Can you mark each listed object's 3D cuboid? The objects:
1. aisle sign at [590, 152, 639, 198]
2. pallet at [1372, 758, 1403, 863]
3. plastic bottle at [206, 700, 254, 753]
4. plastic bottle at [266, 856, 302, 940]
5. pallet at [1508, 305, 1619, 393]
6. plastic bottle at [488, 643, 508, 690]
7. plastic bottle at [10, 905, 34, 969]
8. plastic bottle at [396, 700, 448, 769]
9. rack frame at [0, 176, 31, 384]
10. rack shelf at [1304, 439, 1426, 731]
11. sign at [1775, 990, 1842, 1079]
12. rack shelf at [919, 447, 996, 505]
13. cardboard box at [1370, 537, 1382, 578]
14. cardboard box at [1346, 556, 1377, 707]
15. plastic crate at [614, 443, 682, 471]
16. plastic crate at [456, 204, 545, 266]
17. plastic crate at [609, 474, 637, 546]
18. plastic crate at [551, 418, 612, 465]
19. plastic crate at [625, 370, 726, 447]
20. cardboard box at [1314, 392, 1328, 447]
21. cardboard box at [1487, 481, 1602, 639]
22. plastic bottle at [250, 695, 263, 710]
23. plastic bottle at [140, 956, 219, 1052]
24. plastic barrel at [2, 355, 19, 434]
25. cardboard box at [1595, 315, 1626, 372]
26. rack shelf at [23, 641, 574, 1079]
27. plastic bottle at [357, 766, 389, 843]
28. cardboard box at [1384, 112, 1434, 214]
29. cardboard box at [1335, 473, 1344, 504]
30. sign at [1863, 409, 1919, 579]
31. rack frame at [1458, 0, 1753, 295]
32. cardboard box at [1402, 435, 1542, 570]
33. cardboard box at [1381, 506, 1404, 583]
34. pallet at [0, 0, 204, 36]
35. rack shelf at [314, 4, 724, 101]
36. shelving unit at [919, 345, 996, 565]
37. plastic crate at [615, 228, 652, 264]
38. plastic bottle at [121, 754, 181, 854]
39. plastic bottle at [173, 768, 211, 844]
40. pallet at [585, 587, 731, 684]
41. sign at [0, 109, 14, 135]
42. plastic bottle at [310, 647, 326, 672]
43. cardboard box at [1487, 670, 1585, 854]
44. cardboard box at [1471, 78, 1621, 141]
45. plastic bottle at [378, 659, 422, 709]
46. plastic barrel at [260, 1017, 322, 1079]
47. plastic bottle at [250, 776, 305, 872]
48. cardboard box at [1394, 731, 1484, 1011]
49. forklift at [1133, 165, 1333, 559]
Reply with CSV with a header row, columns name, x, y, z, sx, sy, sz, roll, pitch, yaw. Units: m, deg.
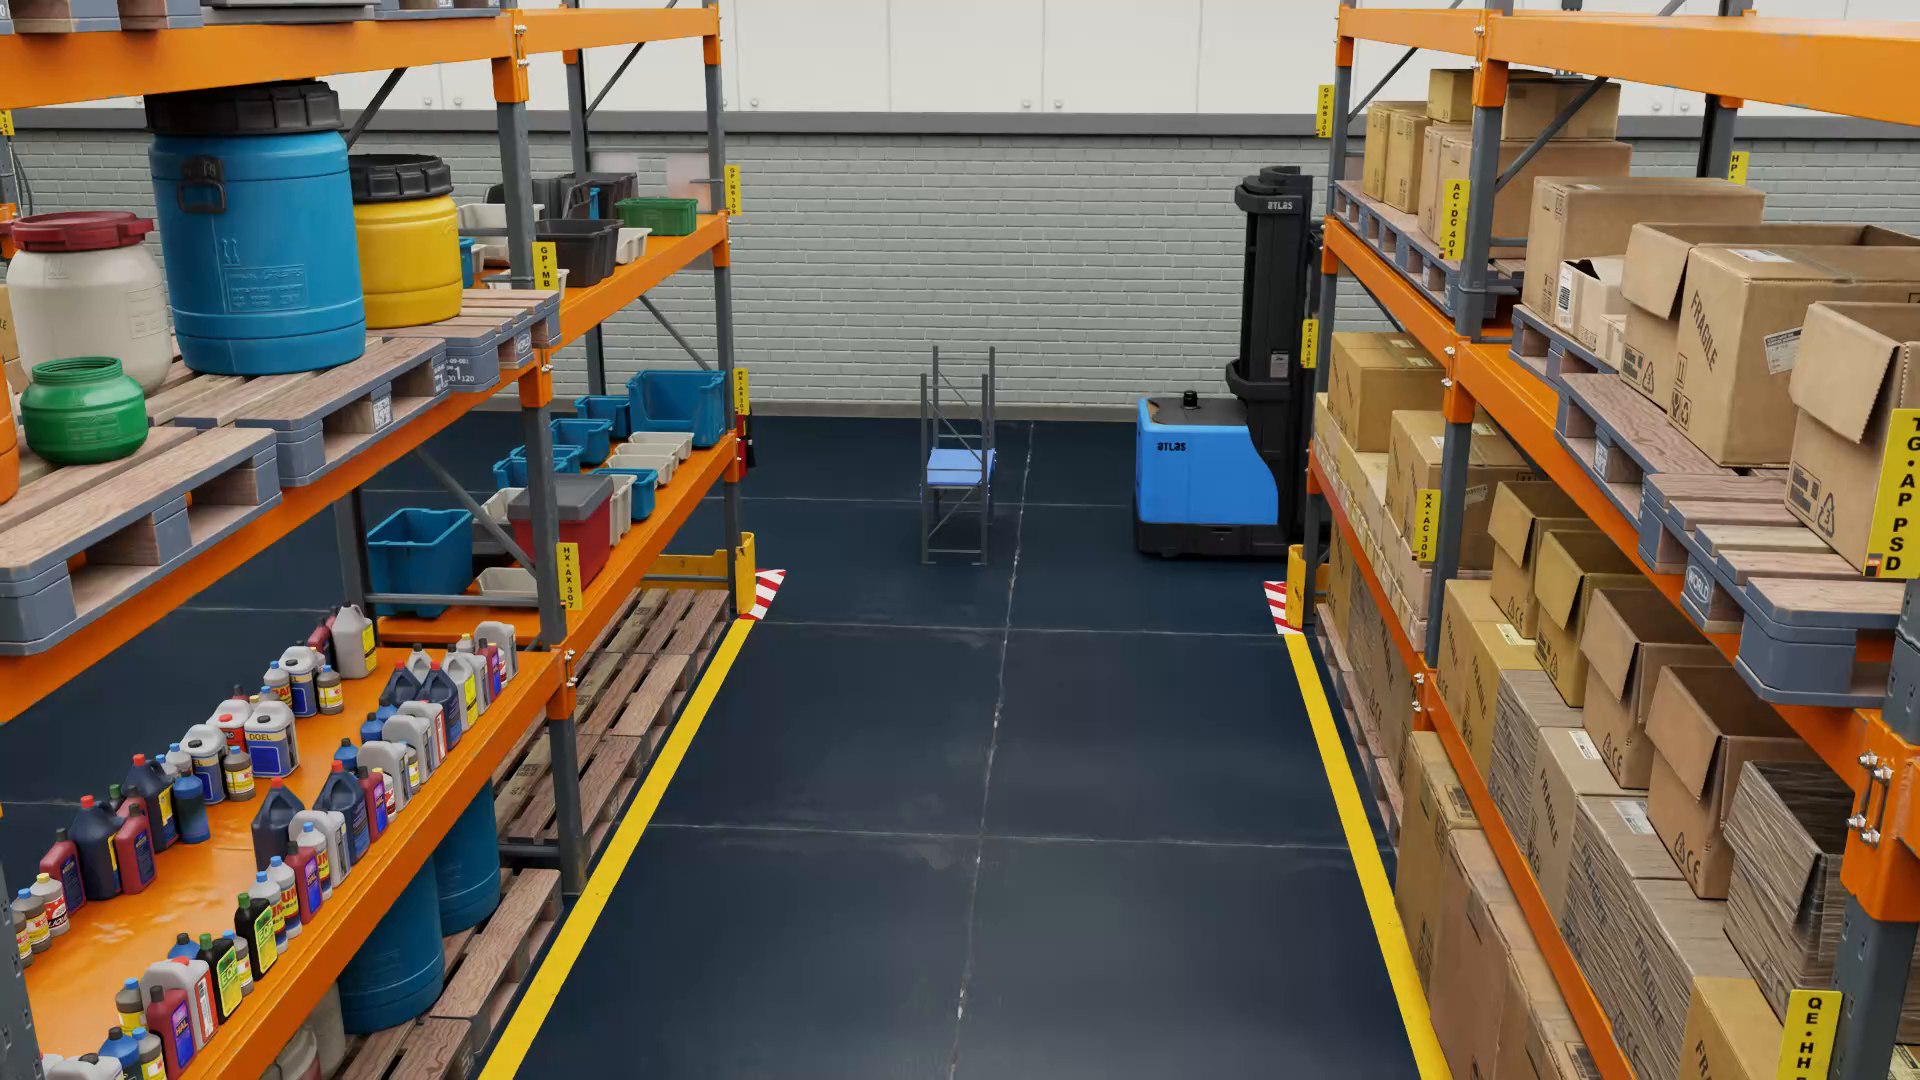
name,x,y,z,sx,sy,sz,roll,pitch,yaw
aisle sign,-2.349,-2.220,11.205,0.394,0.787,0.004,1,18,4
pallet,2.728,1.488,8.542,1.003,0.211,1.213,1,18,4
plastic bottle,-2.825,0.769,6.458,0.152,0.276,0.135,1,18,4
plastic bottle,-2.177,1.141,5.330,0.097,0.271,0.097,0,18,0
pallet,2.579,-0.651,6.082,0.805,0.209,1.217,1,18,2
plastic bottle,-2.032,0.548,7.253,0.097,0.201,0.097,0,18,0
plastic bottle,-2.950,1.230,5.170,0.097,0.201,0.097,0,18,0
plastic bottle,-2.113,0.746,6.529,0.152,0.276,0.135,1,18,4
rack frame,-6.999,-1.067,11.862,1.000,3.000,0.127,1,18,4
rack shelf,2.739,0.118,9.400,1.077,0.370,4.000,1,18,4
sign,1.755,1.078,3.455,0.100,0.325,0.005,1,18,4
rack shelf,-0.006,-0.515,13.165,0.538,0.185,1.000,1,18,4
cardboard box,2.364,0.095,8.718,0.380,0.149,0.250,2,18,5
cardboard box,2.851,0.449,9.974,0.875,0.875,0.875,1,18,4
plastic crate,-1.971,-0.511,10.494,0.396,0.136,0.243,1,18,4
plastic crate,-2.525,-1.643,8.993,0.437,0.282,0.530,1,18,4
plastic crate,-2.052,-0.155,9.173,0.437,0.282,0.530,1,18,4
plastic crate,-2.452,-0.630,10.702,0.416,0.233,0.300,1,18,4
plastic crate,-1.896,-0.892,11.176,0.616,0.435,0.499,1,18,4
cardboard box,2.578,-0.772,10.724,0.500,0.250,0.500,1,18,2
cardboard box,2.558,0.072,6.614,0.797,0.503,0.637,1,18,2
plastic bottle,-2.834,0.726,6.708,0.097,0.201,0.097,0,18,0
plastic bottle,-2.245,1.318,4.784,0.152,0.276,0.135,1,18,4
plastic barrel,-2.701,-0.366,4.453,0.301,0.262,0.301,0,18,0
cardboard box,2.339,-0.649,5.498,0.380,0.149,0.250,1,18,2
rack shelf,-2.488,1.250,5.946,1.077,0.370,4.000,1,18,4
plastic bottle,-2.111,0.929,5.958,0.061,0.283,0.133,1,18,4
cardboard box,2.749,-2.068,9.105,0.700,0.500,0.500,0,18,0
cardboard box,2.456,-0.303,9.934,0.380,0.149,0.250,1,18,3
sign,1.755,-0.084,3.086,0.100,0.325,0.005,1,18,4
rack frame,2.595,-2.453,6.458,1.000,3.000,0.127,1,18,4
cardboard box,2.361,-0.178,7.706,0.500,0.500,0.500,2,18,5
cardboard box,2.400,0.024,8.296,0.500,0.250,0.500,2,18,6
pallet,-2.549,-1.265,3.777,1.213,0.211,1.003,1,18,4
rack shelf,-2.202,-2.653,8.865,1.077,0.370,4.000,1,18,4
shelving unit,-0.006,-0.686,13.109,0.538,1.500,1.048,1,18,4
plastic crate,-1.959,-1.608,9.119,0.437,0.136,0.530,1,18,4
plastic bottle,-2.871,0.915,5.891,0.144,0.351,0.185,1,18,4
plastic bottle,-2.747,0.942,5.937,0.097,0.271,0.097,0,18,0
pallet,-2.156,0.625,11.176,1.003,0.211,1.213,1,18,4
sign,-6.447,-2.895,11.200,0.100,0.325,0.005,1,18,4
plastic bottle,-2.797,0.564,7.205,0.097,0.201,0.097,0,18,0
cardboard box,2.241,0.799,6.007,0.500,0.500,0.500,1,18,3
cardboard box,2.669,-1.971,7.603,0.500,0.250,0.500,0,18,0
plastic bottle,-2.242,0.658,6.678,0.144,0.351,0.185,1,18,4
plastic barrel,-2.533,1.973,5.784,0.600,0.588,0.708,1,18,4
plastic bottle,-2.325,0.984,5.682,0.144,0.351,0.185,1,18,4
cardboard box,2.569,1.407,7.050,1.225,0.875,0.875,1,18,4
forklift,2.921,-1.366,12.885,3.031,2.935,1.130,1,18,3
